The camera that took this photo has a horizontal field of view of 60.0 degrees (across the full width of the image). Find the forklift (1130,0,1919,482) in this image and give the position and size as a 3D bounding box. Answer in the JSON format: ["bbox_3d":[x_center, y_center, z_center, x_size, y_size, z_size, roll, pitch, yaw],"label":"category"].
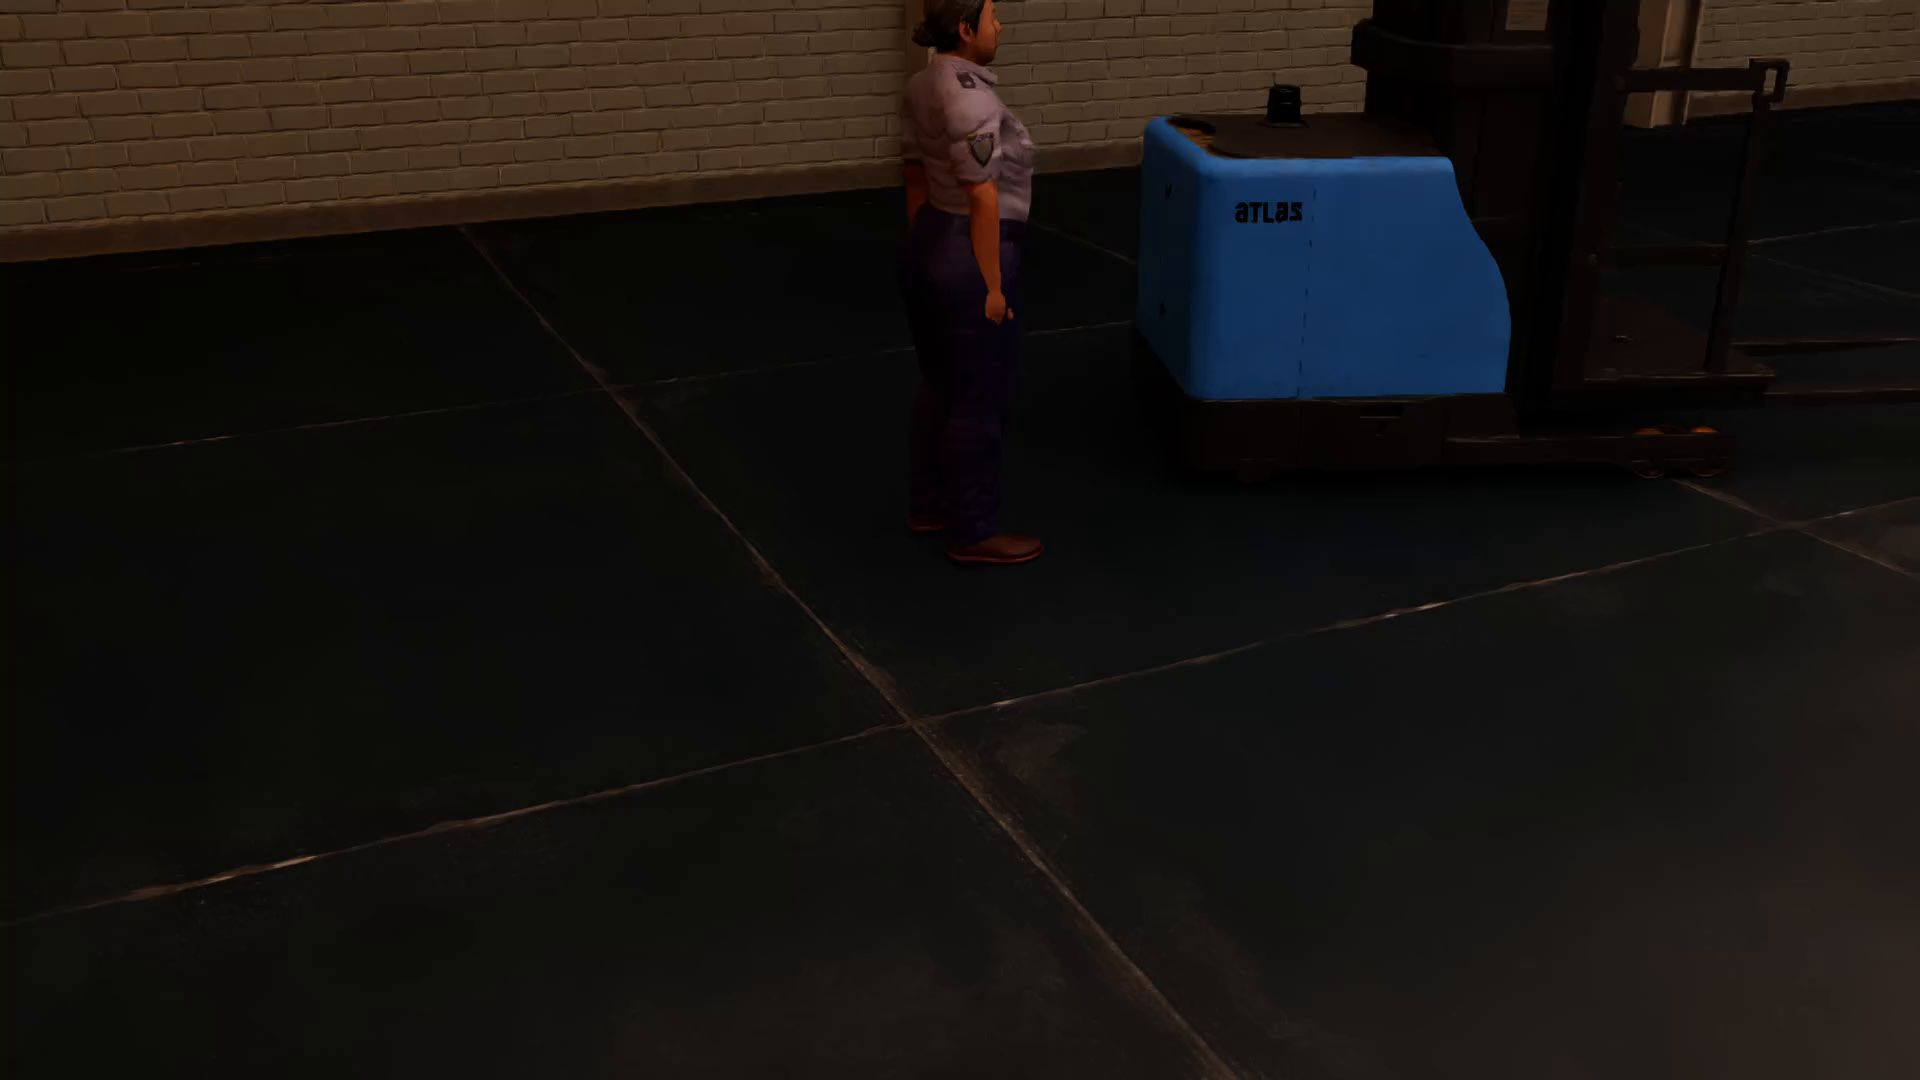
[{"bbox_3d":[2.193,-1.762,5.527,3.031,2.935,1.130,-2,23,-5],"label":"forklift"}]

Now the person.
[{"bbox_3d":[0.017,-0.759,4.791,0.349,1.653,0.480,-10,25,-23],"label":"person"}]
